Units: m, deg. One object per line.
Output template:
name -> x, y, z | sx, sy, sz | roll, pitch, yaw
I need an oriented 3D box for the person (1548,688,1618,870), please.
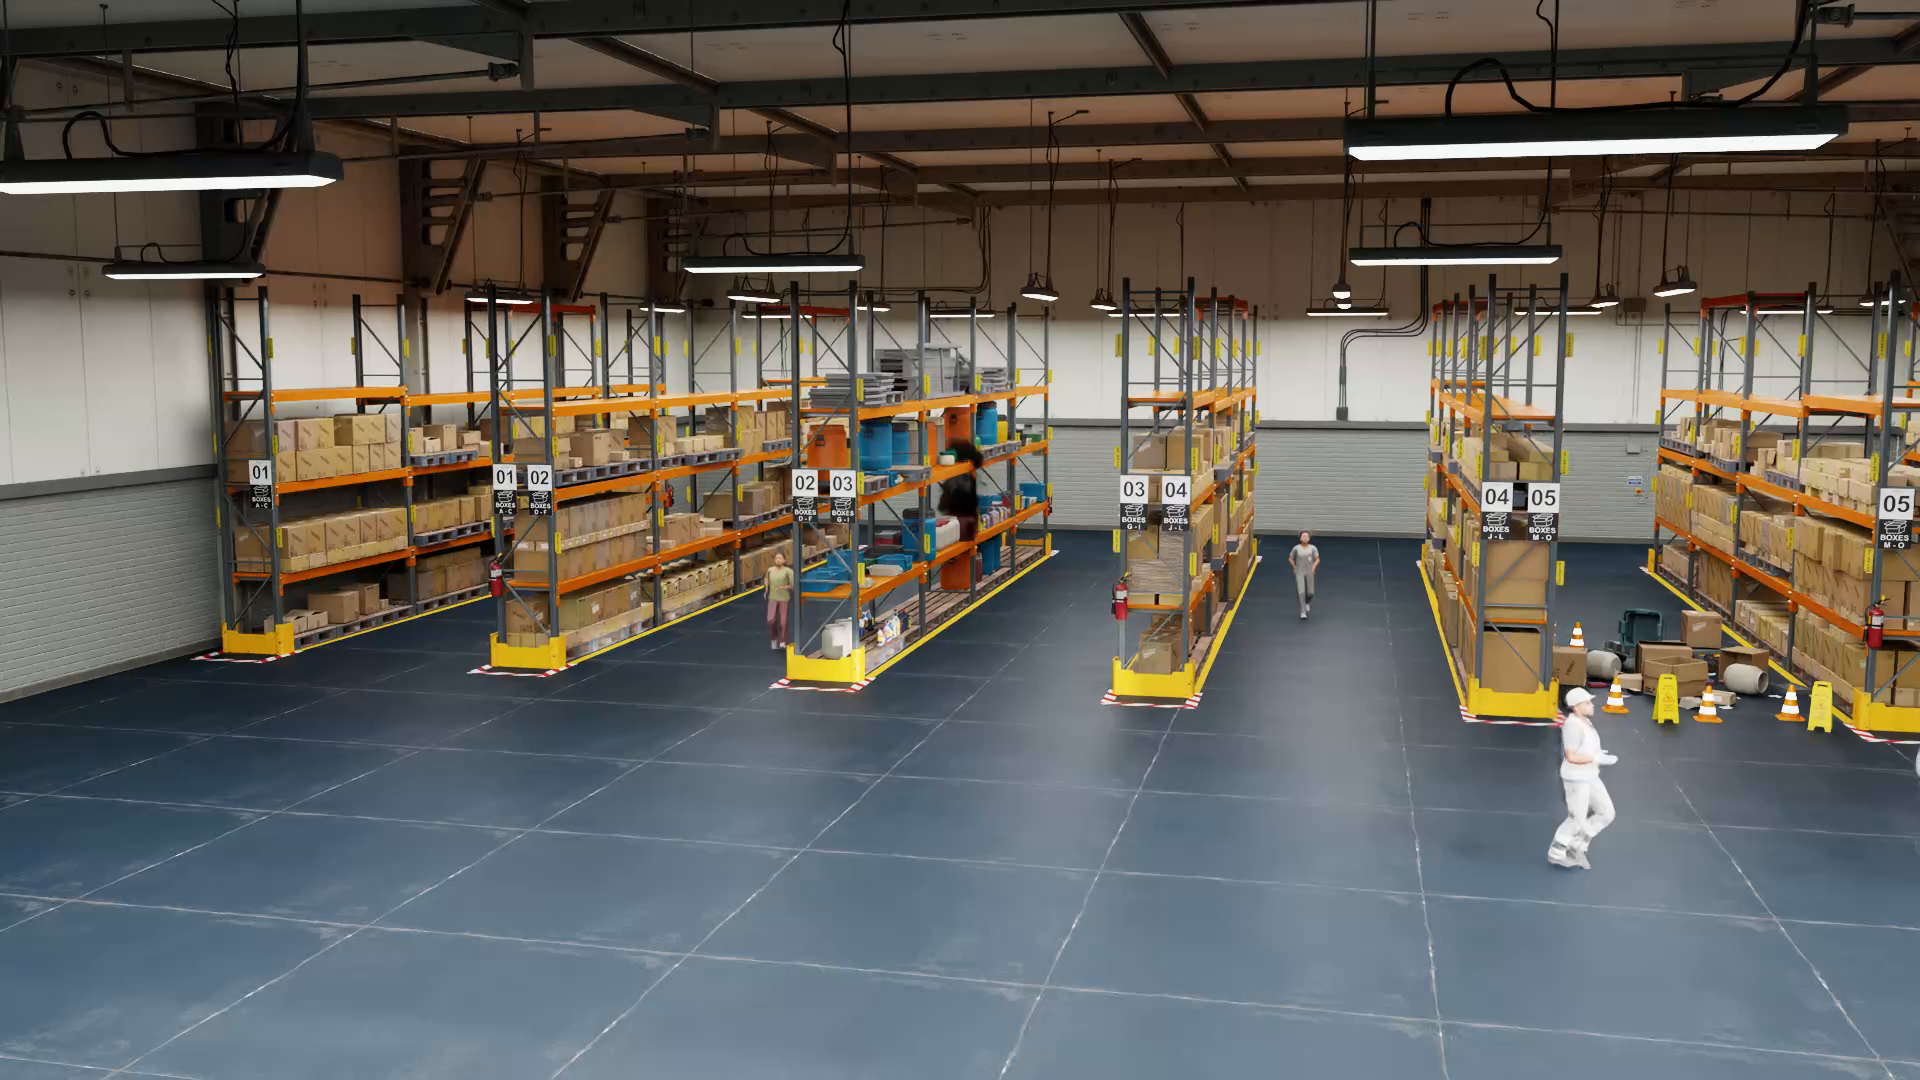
person -> 5.989, 2.302, 15.895 | 0.645, 1.786, 0.634 | 5, 8, 39

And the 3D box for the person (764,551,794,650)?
person -> -3.007, 1.005, 27.589 | 0.554, 1.642, 0.645 | 0, 7, 4

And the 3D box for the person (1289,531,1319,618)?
person -> 6.421, 0.630, 31.072 | 0.561, 1.616, 0.594 | 1, 7, 7
